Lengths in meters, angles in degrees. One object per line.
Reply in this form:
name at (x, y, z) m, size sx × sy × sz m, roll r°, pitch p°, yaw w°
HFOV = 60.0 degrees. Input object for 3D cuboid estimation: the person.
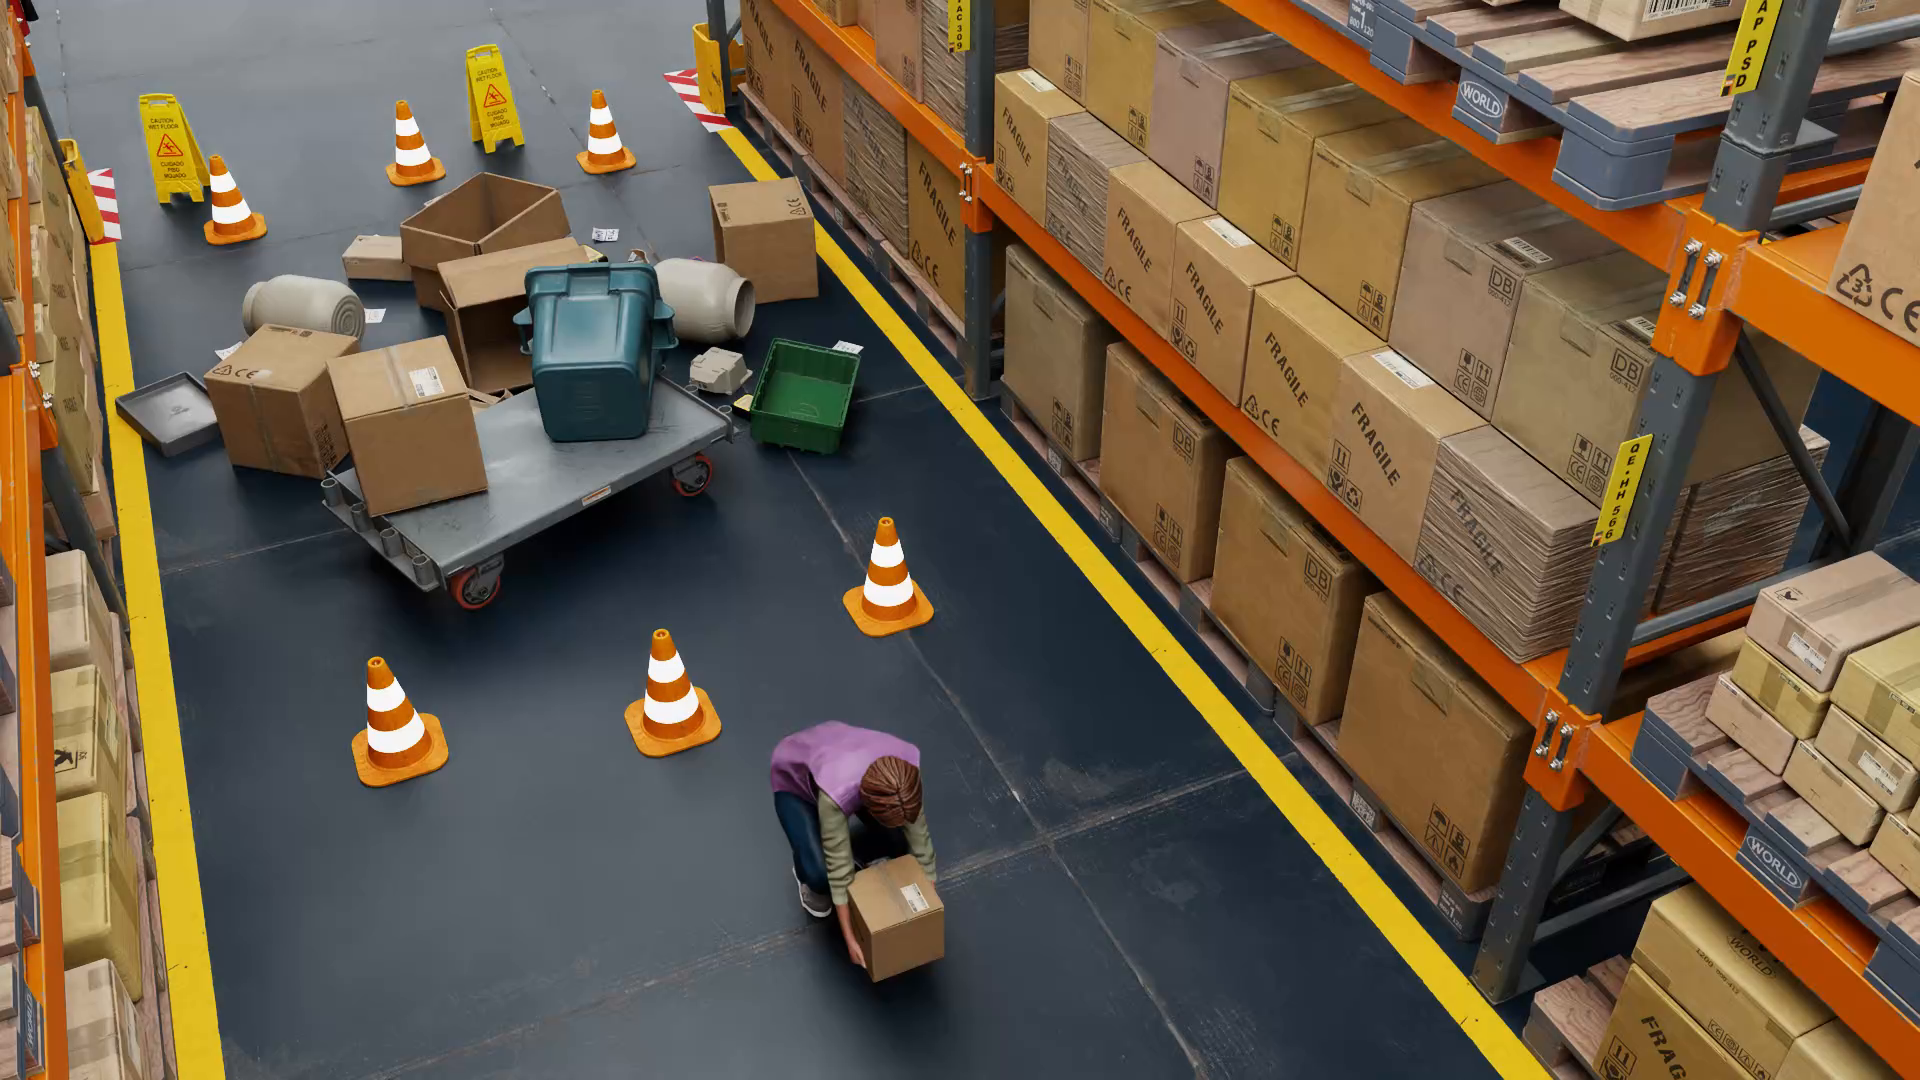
person at (-0.353, 0.931, 5.526) m, size 0.421 × 0.910 × 0.831 m, roll -17°, pitch 41°, yaw -21°
